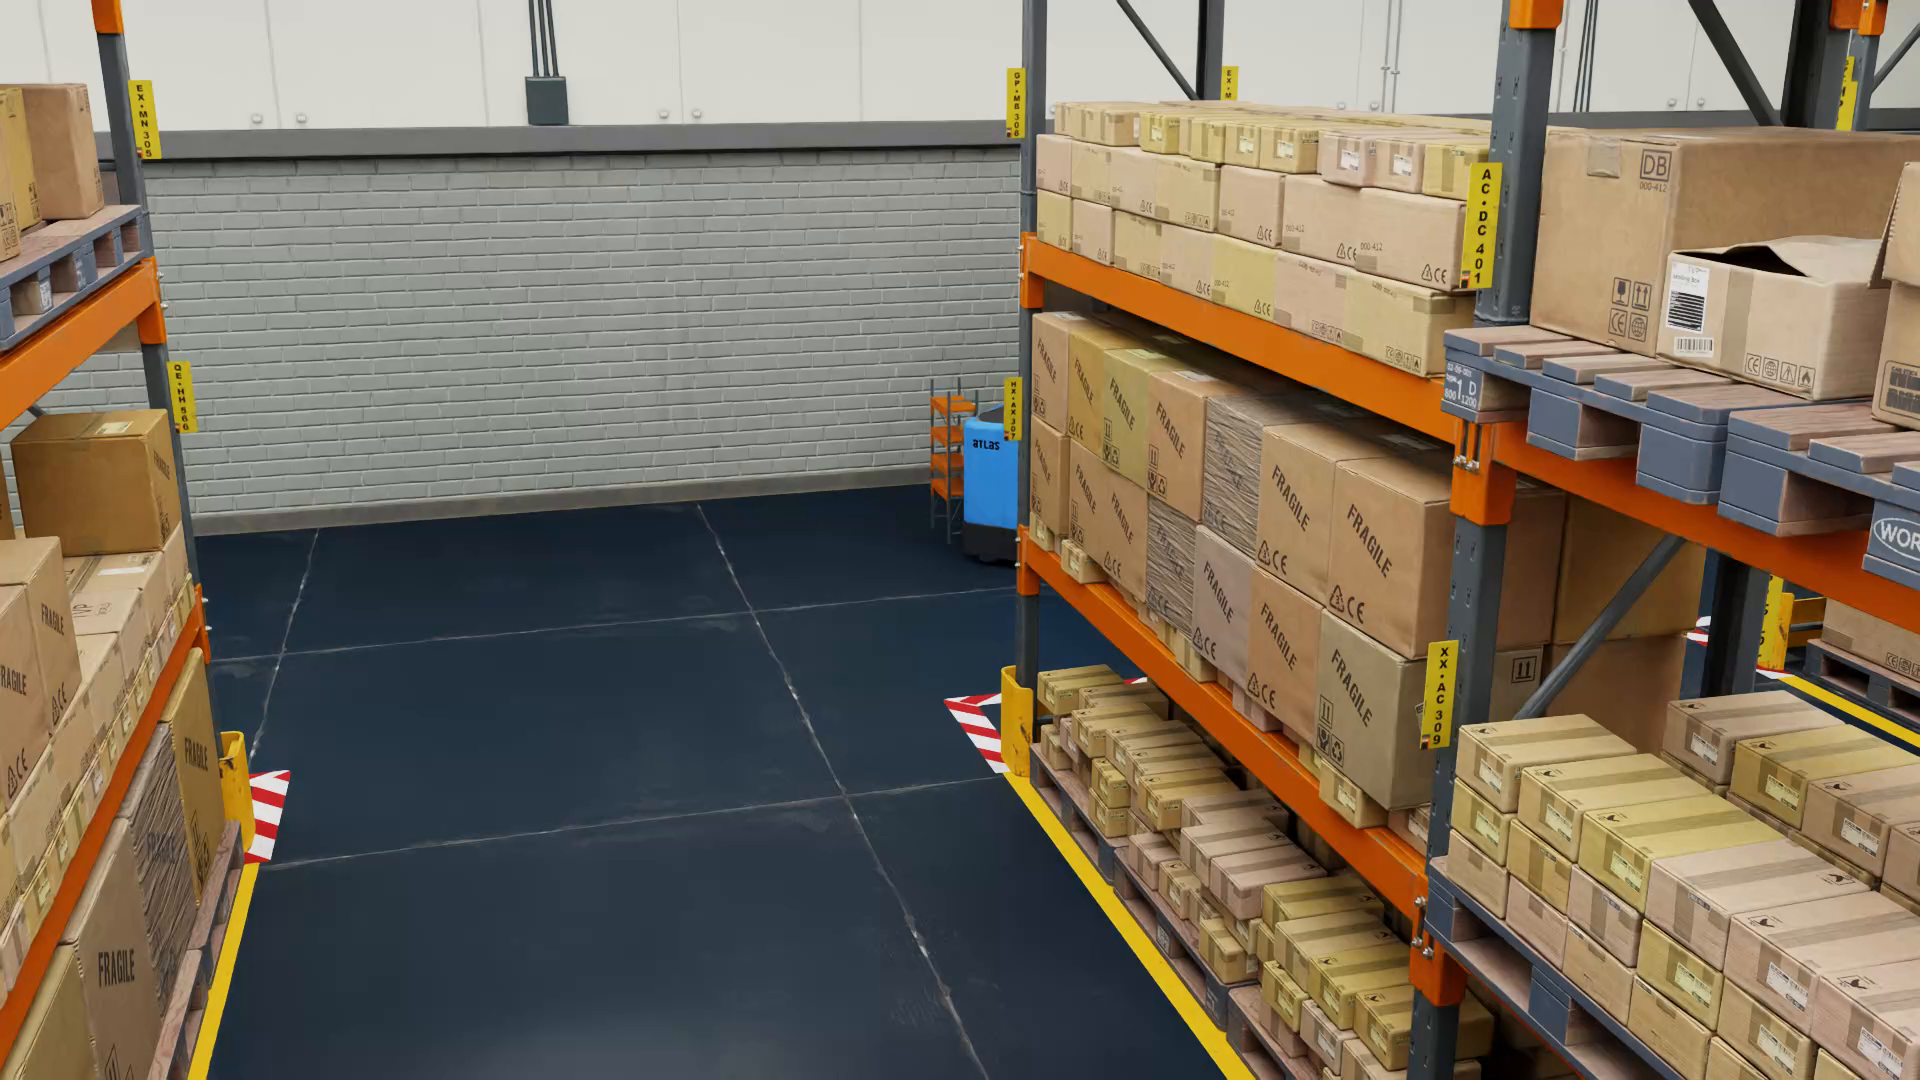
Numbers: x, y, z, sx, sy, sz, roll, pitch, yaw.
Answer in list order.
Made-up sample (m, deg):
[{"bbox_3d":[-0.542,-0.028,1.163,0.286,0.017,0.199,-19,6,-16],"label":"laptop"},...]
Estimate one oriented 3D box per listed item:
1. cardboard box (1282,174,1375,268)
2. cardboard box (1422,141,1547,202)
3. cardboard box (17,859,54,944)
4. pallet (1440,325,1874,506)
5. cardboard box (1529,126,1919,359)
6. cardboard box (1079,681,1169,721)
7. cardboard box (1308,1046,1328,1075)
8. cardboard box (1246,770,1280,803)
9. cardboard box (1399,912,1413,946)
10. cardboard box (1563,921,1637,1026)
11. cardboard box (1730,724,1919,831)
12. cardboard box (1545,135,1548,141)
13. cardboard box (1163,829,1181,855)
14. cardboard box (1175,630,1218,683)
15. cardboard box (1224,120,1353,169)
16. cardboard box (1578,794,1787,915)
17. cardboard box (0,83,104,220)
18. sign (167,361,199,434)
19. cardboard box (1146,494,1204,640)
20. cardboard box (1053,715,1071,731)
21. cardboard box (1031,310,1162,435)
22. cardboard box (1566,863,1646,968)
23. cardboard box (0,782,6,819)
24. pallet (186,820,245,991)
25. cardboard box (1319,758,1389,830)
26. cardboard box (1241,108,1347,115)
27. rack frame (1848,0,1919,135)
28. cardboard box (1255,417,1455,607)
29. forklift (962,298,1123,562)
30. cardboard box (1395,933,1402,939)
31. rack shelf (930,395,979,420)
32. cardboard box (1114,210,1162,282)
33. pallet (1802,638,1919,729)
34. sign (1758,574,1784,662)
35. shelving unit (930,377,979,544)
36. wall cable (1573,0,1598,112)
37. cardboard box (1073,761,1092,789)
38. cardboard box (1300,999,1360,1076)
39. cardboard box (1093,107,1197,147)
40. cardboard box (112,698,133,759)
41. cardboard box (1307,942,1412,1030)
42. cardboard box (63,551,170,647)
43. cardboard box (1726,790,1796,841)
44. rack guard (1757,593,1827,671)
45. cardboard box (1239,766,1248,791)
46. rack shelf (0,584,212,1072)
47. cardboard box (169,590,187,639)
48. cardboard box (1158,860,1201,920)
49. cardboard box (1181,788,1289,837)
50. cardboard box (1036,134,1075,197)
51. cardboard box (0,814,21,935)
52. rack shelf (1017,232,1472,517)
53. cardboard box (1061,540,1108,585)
[{"bbox_3d":[1.390,-1.043,5.389,0.500,0.250,0.500,-5,18,-18],"label":"cardboard box"},{"bbox_3d":[1.544,-1.047,4.707,0.380,0.149,0.250,-6,18,-18],"label":"cardboard box"},{"bbox_3d":[-2.810,1.044,4.699,0.380,0.149,0.250,-4,17,-13],"label":"cardboard box"},{"bbox_3d":[1.961,-0.354,4.029,1.213,0.211,1.003,-5,17,-15],"label":"pallet"},{"bbox_3d":[1.892,-0.759,4.146,0.700,0.500,0.500,-5,17,-15],"label":"cardboard box"},{"bbox_3d":[0.803,0.825,8.184,0.380,0.149,0.250,-4,17,-14],"label":"cardboard box"},{"bbox_3d":[1.467,1.817,5.913,0.380,0.149,0.250,-4,17,-14],"label":"cardboard box"},{"bbox_3d":[1.494,1.076,7.346,0.380,0.149,0.250,-5,18,-17],"label":"cardboard box"},{"bbox_3d":[1.862,1.434,6.156,0.380,0.149,0.250,-5,17,-16],"label":"cardboard box"},{"bbox_3d":[1.706,1.023,4.037,0.380,0.149,0.250,-5,17,-15],"label":"cardboard box"},{"bbox_3d":[2.266,0.617,4.355,0.380,0.149,0.250,-5,17,-17],"label":"cardboard box"},{"bbox_3d":[2.004,-1.159,5.082,0.380,0.149,0.250,-5,18,-18],"label":"cardboard box"},{"bbox_3d":[1.110,1.252,7.279,0.380,0.149,0.250,-4,17,-12],"label":"cardboard box"},{"bbox_3d":[1.091,0.446,6.689,0.380,0.149,0.250,-4,17,-14],"label":"cardboard box"},{"bbox_3d":[1.165,-1.402,5.892,0.380,0.149,0.250,-5,17,-16],"label":"cardboard box"},{"bbox_3d":[1.710,0.741,3.945,0.380,0.149,0.250,-5,17,-15],"label":"cardboard box"},{"bbox_3d":[-3.808,-1.523,6.516,0.700,0.500,0.500,-6,18,-19],"label":"cardboard box"},{"bbox_3d":[-3.477,-0.636,7.431,0.100,0.325,0.005,-5,17,-15],"label":"sign"},{"bbox_3d":[1.092,0.086,6.762,0.500,0.500,0.500,-5,17,-17],"label":"cardboard box"},{"bbox_3d":[0.691,0.894,8.471,0.380,0.149,0.250,-4,17,-13],"label":"cardboard box"},{"bbox_3d":[0.662,-0.817,8.030,0.500,0.500,0.500,-5,17,-16],"label":"cardboard box"},{"bbox_3d":[1.704,0.878,4.004,0.380,0.149,0.250,-4,17,-14],"label":"cardboard box"},{"bbox_3d":[-2.789,0.595,4.197,0.500,0.500,0.500,-5,17,-15],"label":"cardboard box"},{"bbox_3d":[-3.707,1.622,7.187,1.003,0.211,1.213,-5,17,-15],"label":"pallet"},{"bbox_3d":[1.414,0.810,5.477,0.380,0.149,0.250,-5,17,-17],"label":"cardboard box"},{"bbox_3d":[1.401,-1.733,6.993,0.380,0.149,0.250,-5,17,-17],"label":"cardboard box"},{"bbox_3d":[5.526,-3.586,9.247,1.000,3.000,0.127,-5,17,-15],"label":"rack frame"},{"bbox_3d":[1.357,-0.107,5.666,0.500,0.500,0.500,-5,18,-17],"label":"cardboard box"},{"bbox_3d":[1.570,-1.189,11.817,3.031,2.935,1.130,8,18,24],"label":"forklift"},{"bbox_3d":[1.773,1.507,6.429,0.380,0.149,0.250,-6,18,-18],"label":"cardboard box"},{"bbox_3d":[-0.045,-0.997,12.819,0.258,0.148,0.480,-5,17,-15],"label":"rack shelf"},{"bbox_3d":[0.966,-1.226,6.866,0.500,0.250,0.500,-5,18,-17],"label":"cardboard box"},{"bbox_3d":[5.821,0.838,9.795,1.003,0.211,1.213,-5,17,-15],"label":"pallet"},{"bbox_3d":[2.426,0.214,5.013,0.100,0.325,0.005,-5,17,-15],"label":"sign"},{"bbox_3d":[-0.045,-0.620,12.932,0.258,1.200,0.503,-5,17,-15],"label":"shelving unit"},{"bbox_3d":[7.105,-5.423,15.299,2.988,3.039,0.133,-5,17,-15],"label":"wall cable"},{"bbox_3d":[0.781,1.107,8.277,0.380,0.149,0.250,-5,17,-15],"label":"cardboard box"},{"bbox_3d":[1.415,1.699,5.790,0.380,0.149,0.250,-6,18,-18],"label":"cardboard box"},{"bbox_3d":[0.788,-1.761,7.084,0.380,0.149,0.250,-4,17,-14],"label":"cardboard box"},{"bbox_3d":[-3.168,0.687,5.889,0.380,0.149,0.250,-4,17,-14],"label":"cardboard box"},{"bbox_3d":[1.437,1.547,5.779,0.380,0.149,0.250,-4,17,-15],"label":"cardboard box"},{"bbox_3d":[-3.475,0.254,6.637,0.500,0.250,0.500,-5,17,-16],"label":"cardboard box"},{"bbox_3d":[2.266,0.757,4.407,0.380,0.149,0.250,-5,17,-15],"label":"cardboard box"},{"bbox_3d":[5.519,0.478,10.492,1.175,0.500,0.348,-5,17,-15],"label":"rack guard"},{"bbox_3d":[1.513,1.138,7.658,0.380,0.149,0.250,-4,17,-14],"label":"cardboard box"},{"bbox_3d":[-3.453,0.969,5.763,1.077,0.370,4.000,-5,17,-15],"label":"rack shelf"},{"bbox_3d":[-3.515,0.336,7.058,0.380,0.149,0.250,-5,17,-15],"label":"cardboard box"},{"bbox_3d":[1.068,1.468,7.076,0.380,0.149,0.250,-5,17,-15],"label":"cardboard box"},{"bbox_3d":[1.153,1.182,6.993,0.380,0.149,0.250,-5,17,-15],"label":"cardboard box"},{"bbox_3d":[0.668,-1.753,7.750,0.500,0.250,0.500,-4,17,-14],"label":"cardboard box"},{"bbox_3d":[-2.780,0.956,4.298,0.500,0.250,0.500,-5,17,-16],"label":"cardboard box"},{"bbox_3d":[1.344,-0.832,6.544,1.077,0.370,4.000,-5,17,-15],"label":"rack shelf"},{"bbox_3d":[0.700,0.088,7.880,0.380,0.149,0.250,-5,17,-17],"label":"cardboard box"}]
